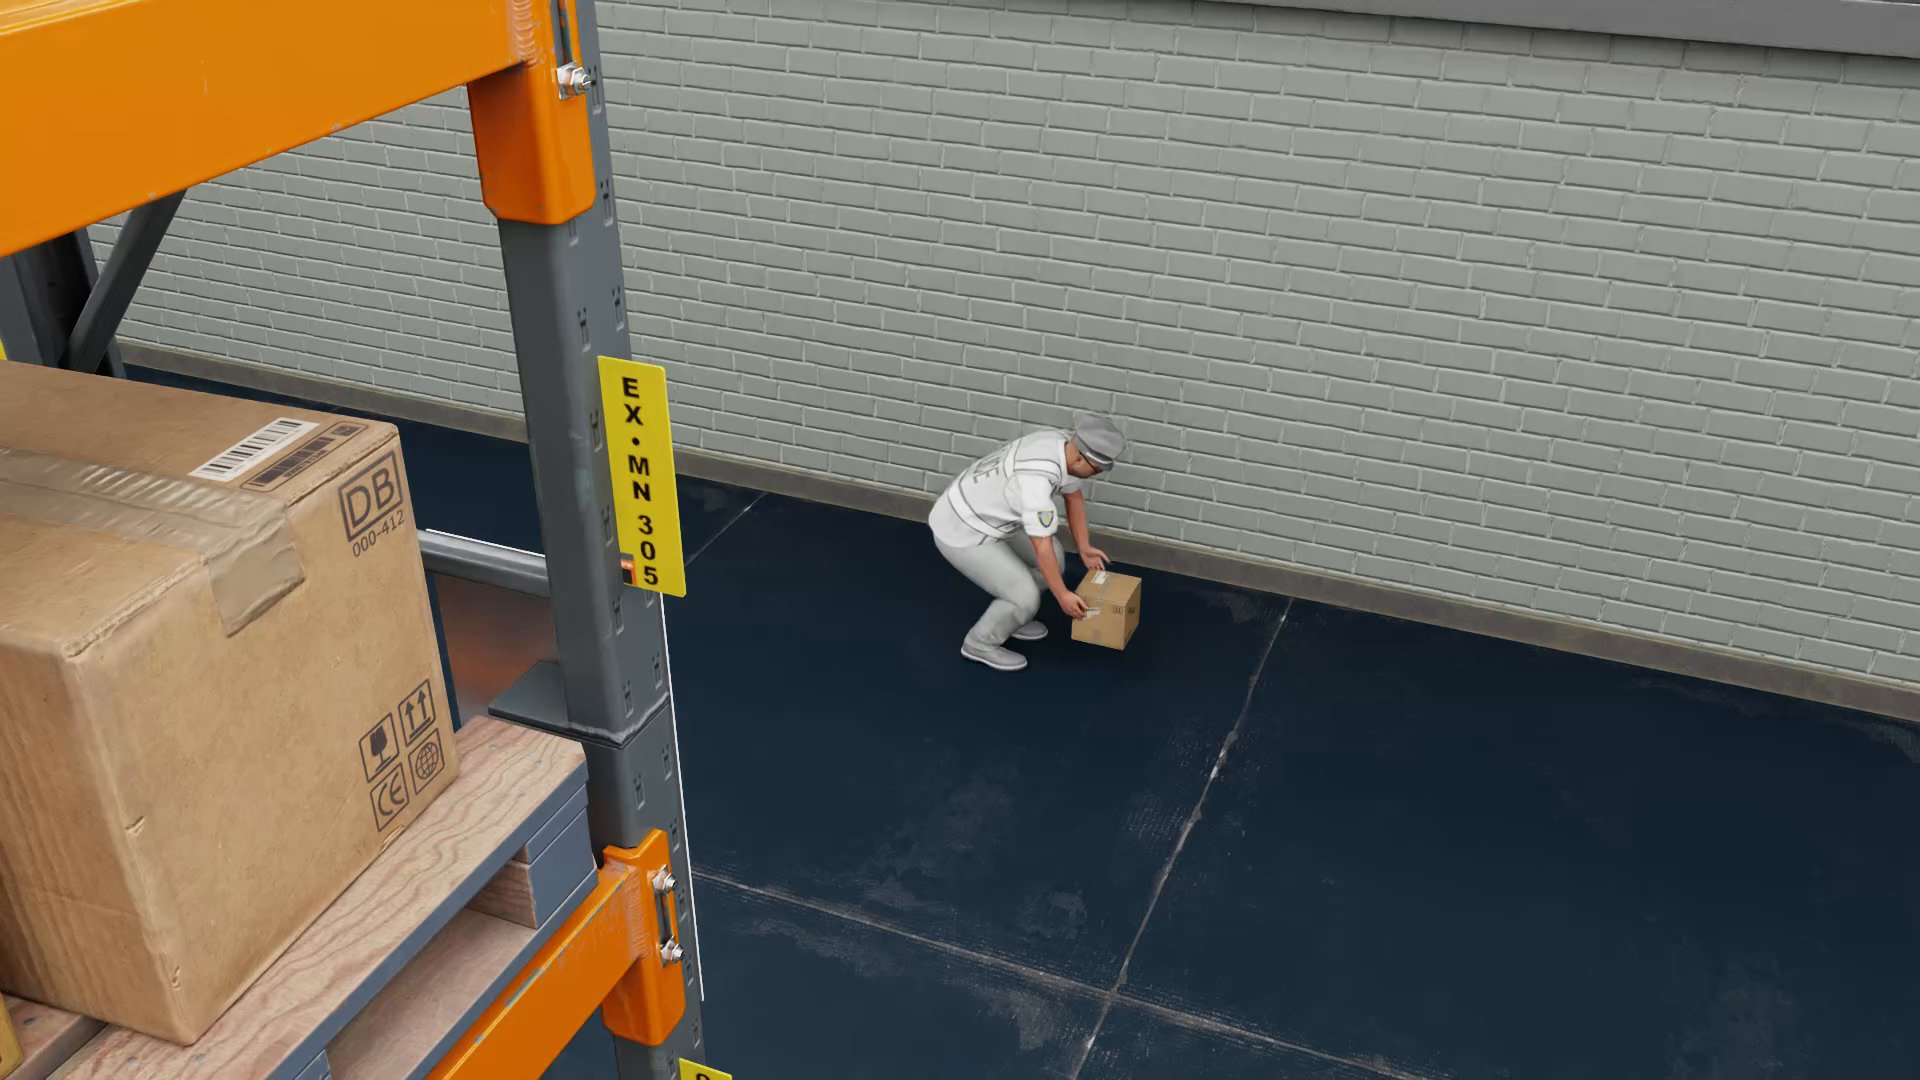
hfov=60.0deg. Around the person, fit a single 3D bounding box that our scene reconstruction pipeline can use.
[{"bbox_3d":[0.314,-0.028,7.696,0.882,1.242,0.581,11,31,19],"label":"person"}]
